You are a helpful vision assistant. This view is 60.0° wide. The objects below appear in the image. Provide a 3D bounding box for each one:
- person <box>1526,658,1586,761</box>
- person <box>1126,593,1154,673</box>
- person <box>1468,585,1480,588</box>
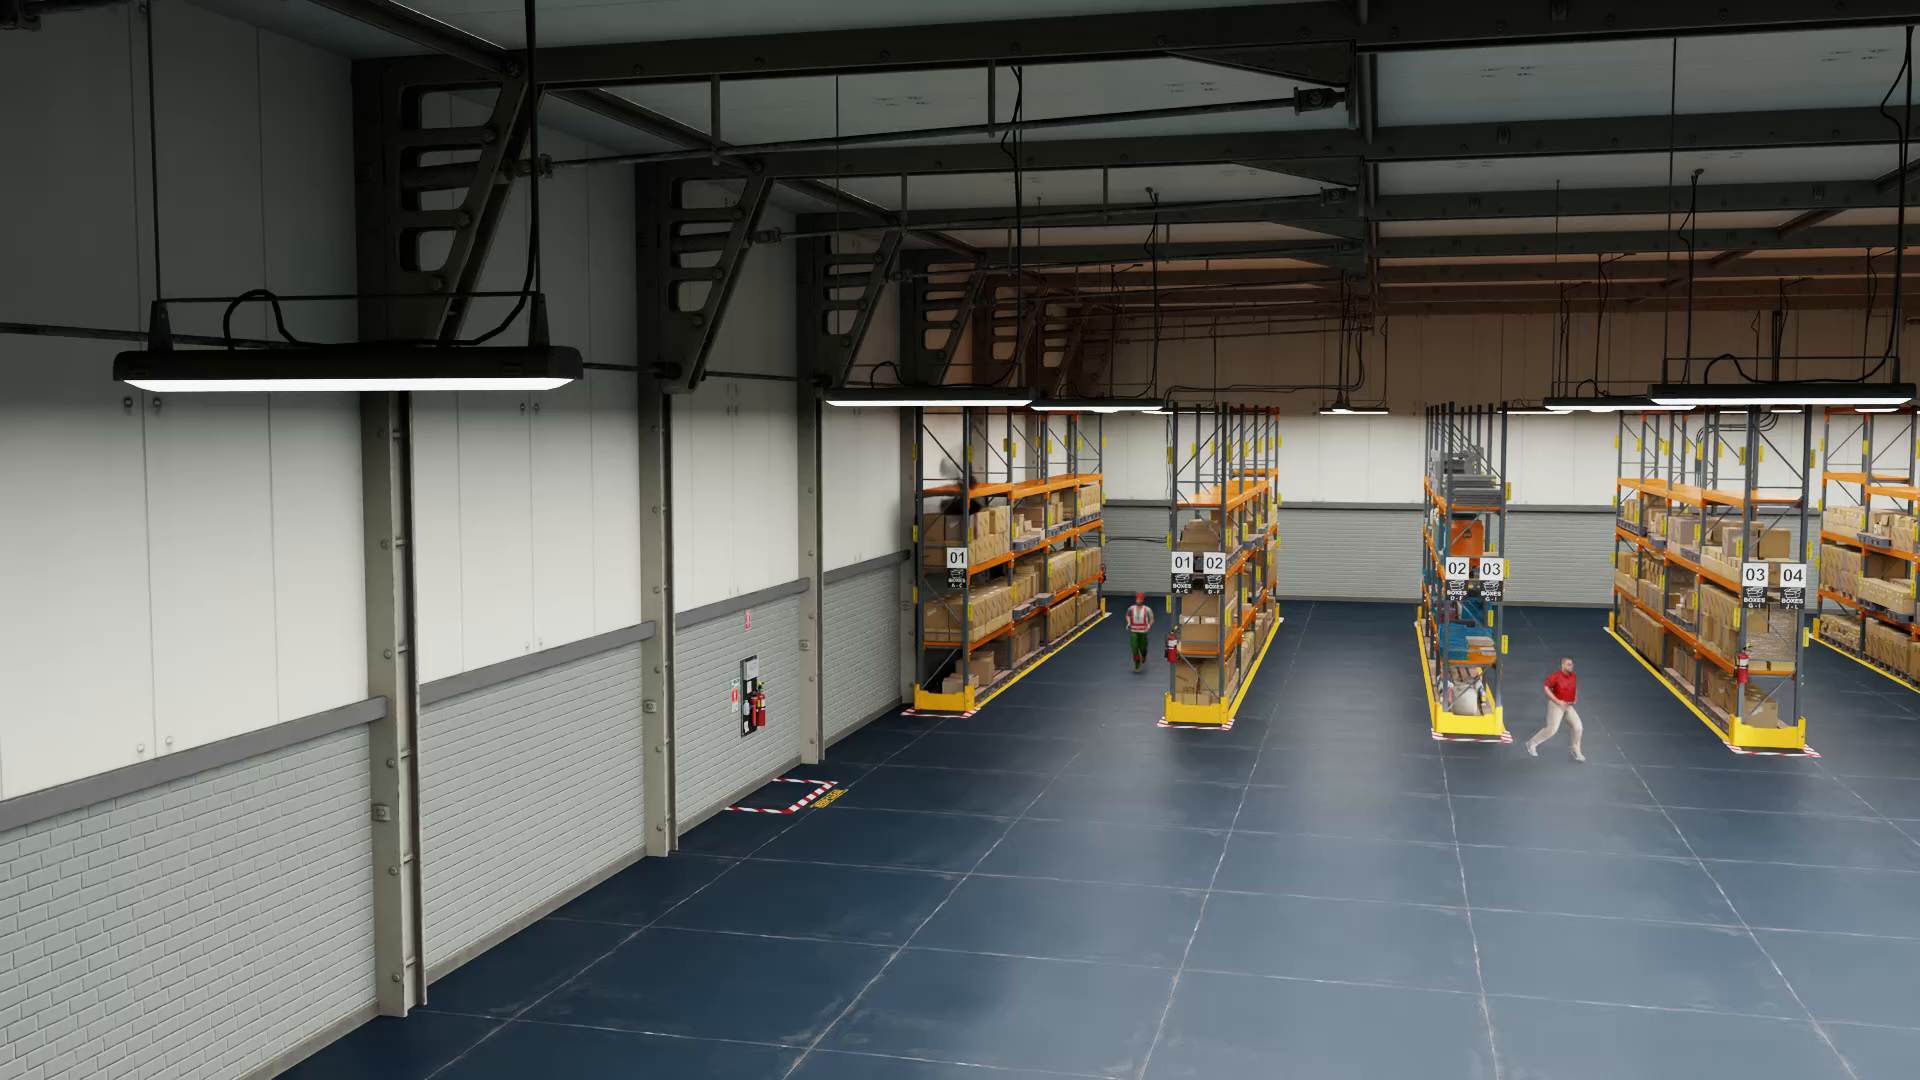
[{"bbox_3d":[10.047,2.840,27.898,0.905,1.736,0.757,-2,5,-29],"label":"person"},{"bbox_3d":[4.043,2.080,37.539,0.655,1.774,0.845,1,4,14],"label":"person"},{"bbox_3d":[14.324,1.509,45.990,0.627,1.714,0.675,4,6,42],"label":"person"}]
